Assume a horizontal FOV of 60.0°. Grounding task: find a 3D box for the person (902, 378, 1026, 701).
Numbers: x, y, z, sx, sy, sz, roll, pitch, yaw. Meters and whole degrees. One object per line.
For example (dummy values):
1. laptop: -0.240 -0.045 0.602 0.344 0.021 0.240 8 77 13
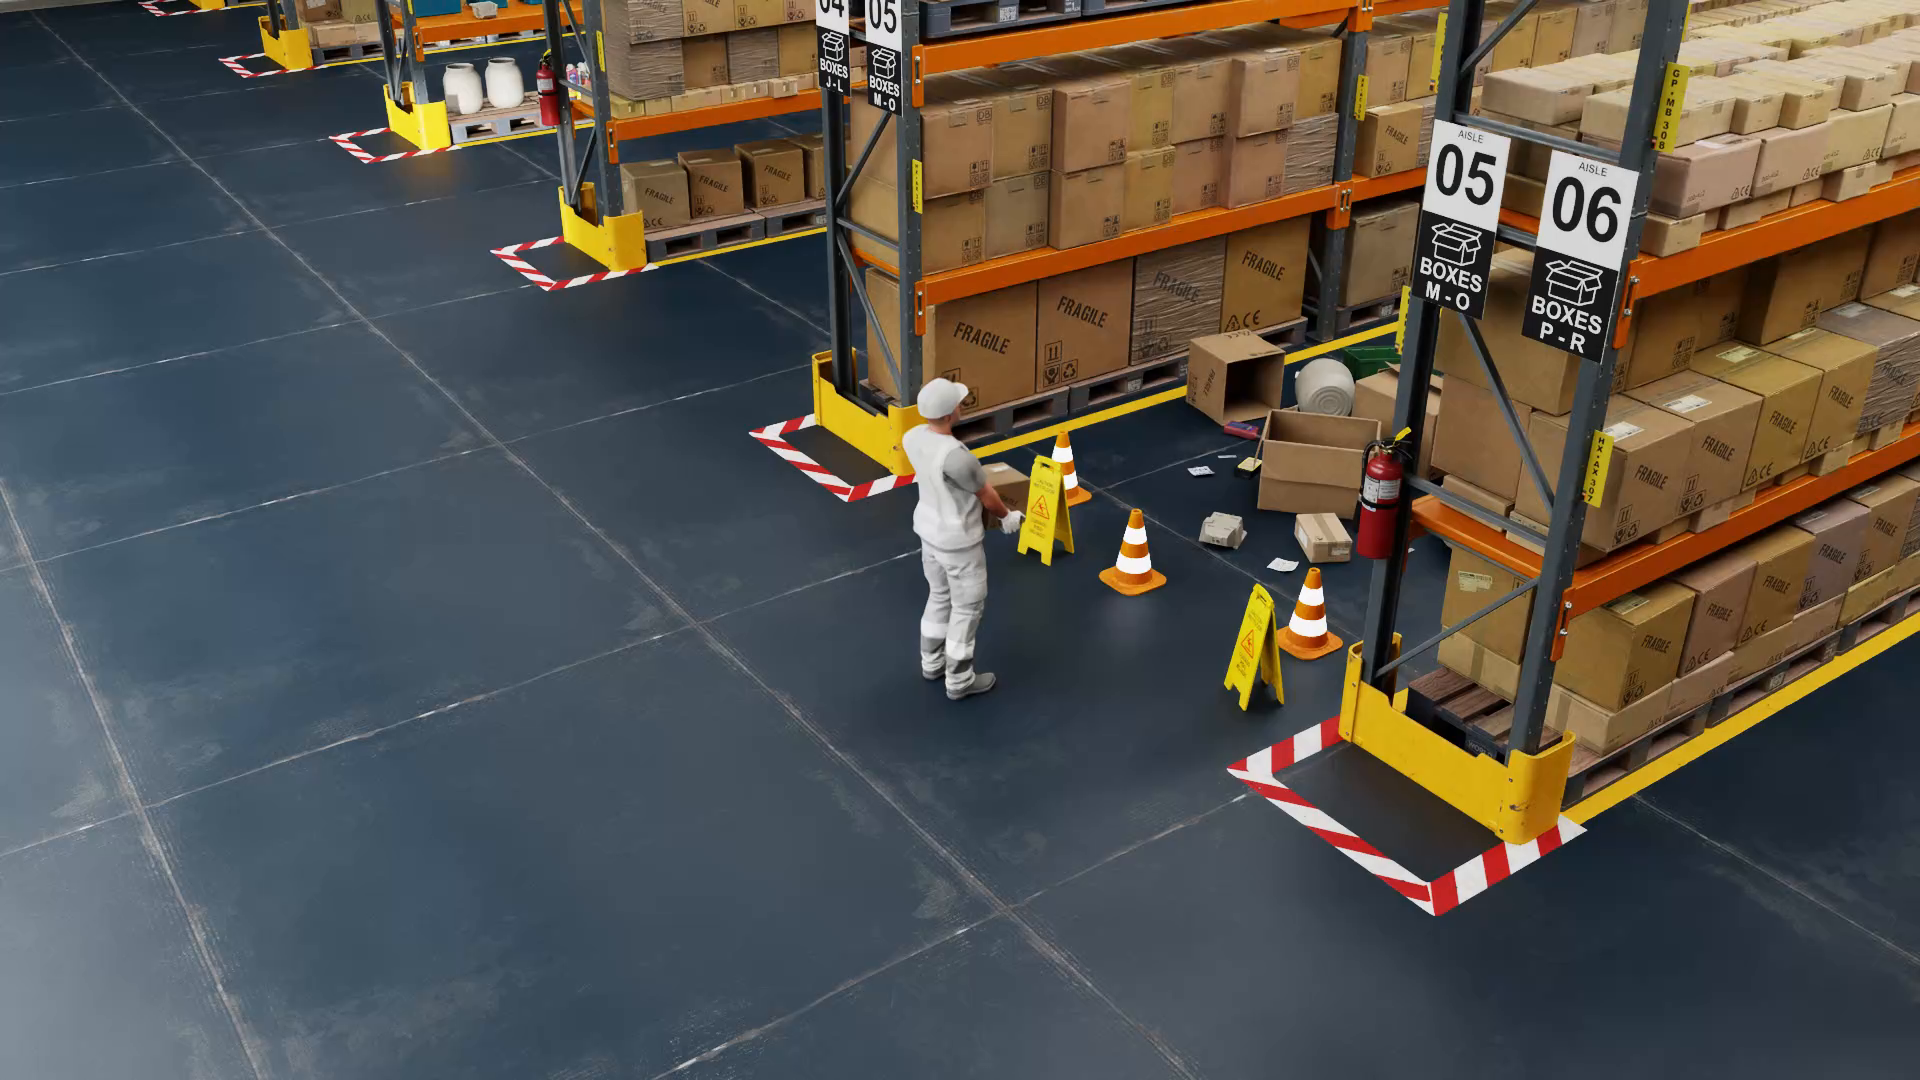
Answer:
1. person: 0.029 -0.045 8.686 0.558 1.783 0.494 -18 33 -30
